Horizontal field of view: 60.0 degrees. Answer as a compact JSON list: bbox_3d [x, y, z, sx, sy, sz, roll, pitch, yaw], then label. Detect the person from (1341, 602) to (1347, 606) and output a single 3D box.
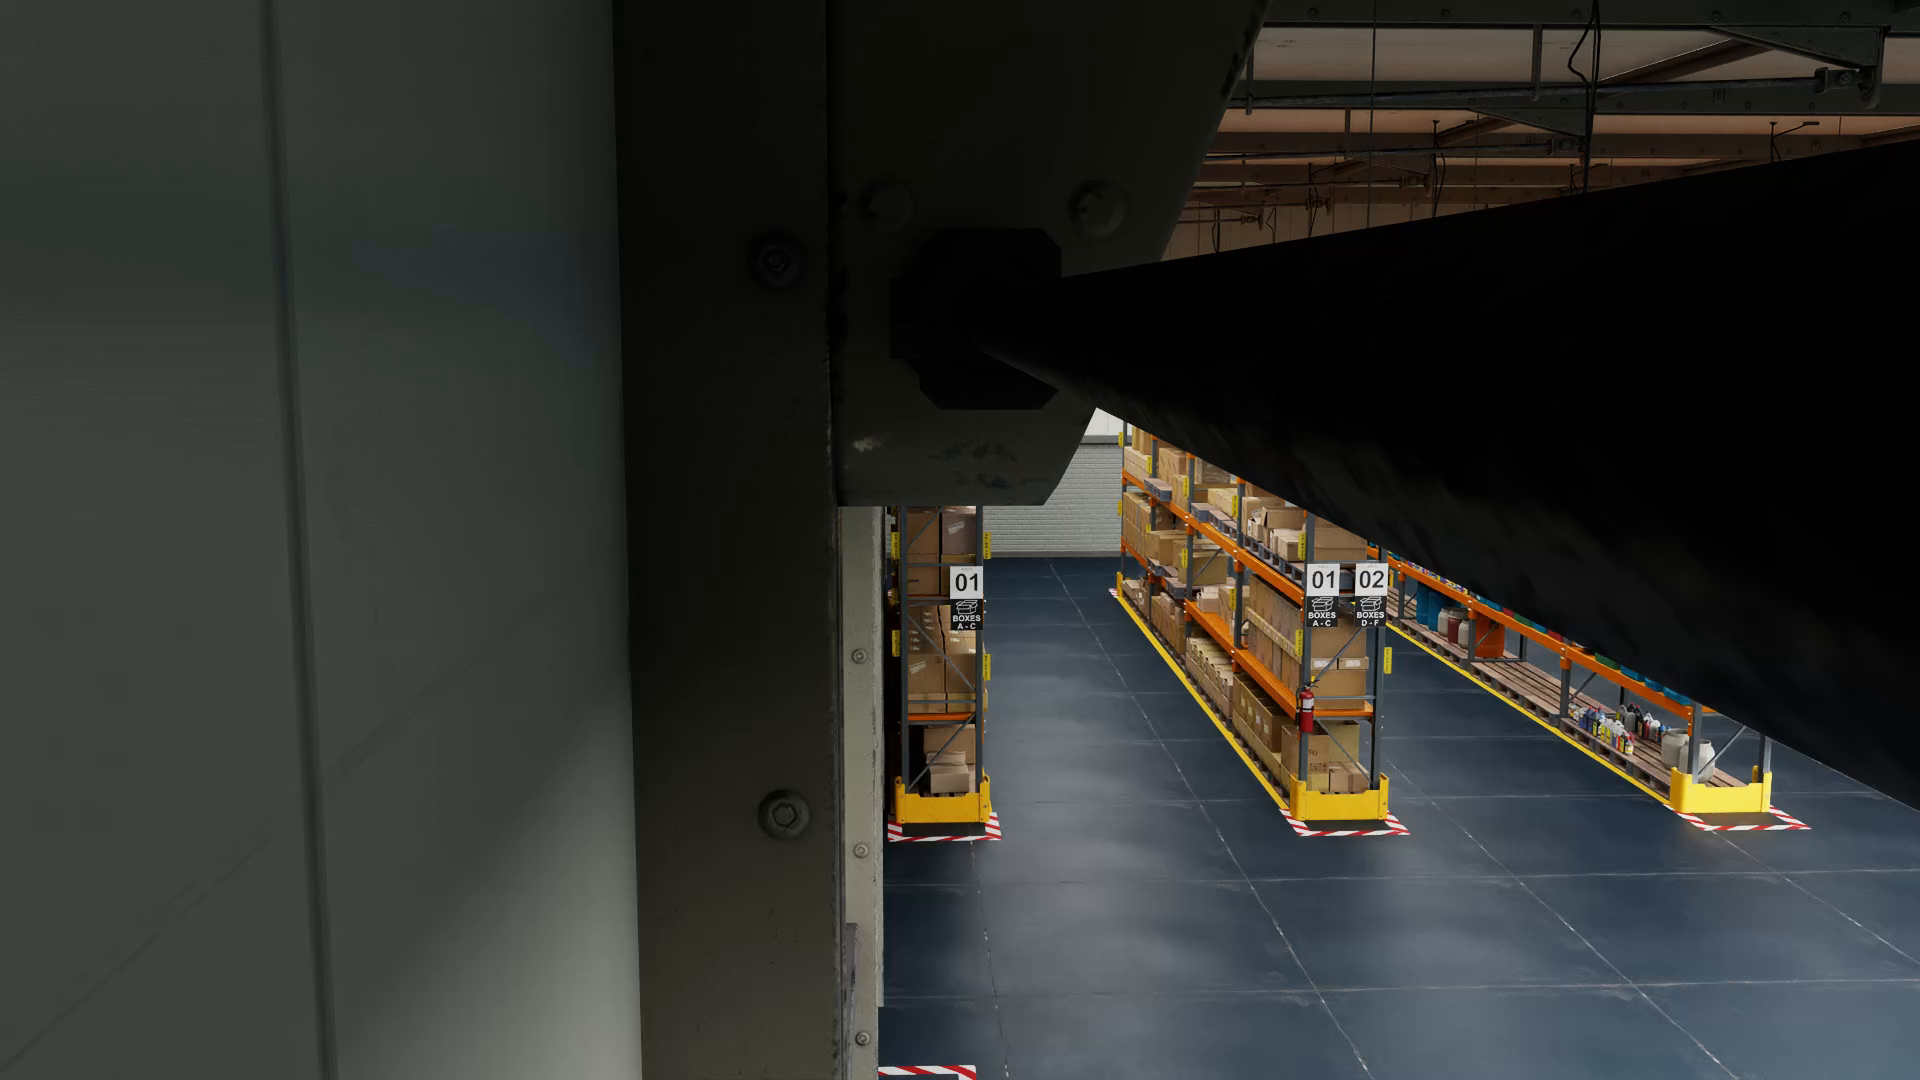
[{"bbox_3d":[6.671,1.308,29.567,0.657,1.846,0.789,-2,8,-11],"label":"person"}]
